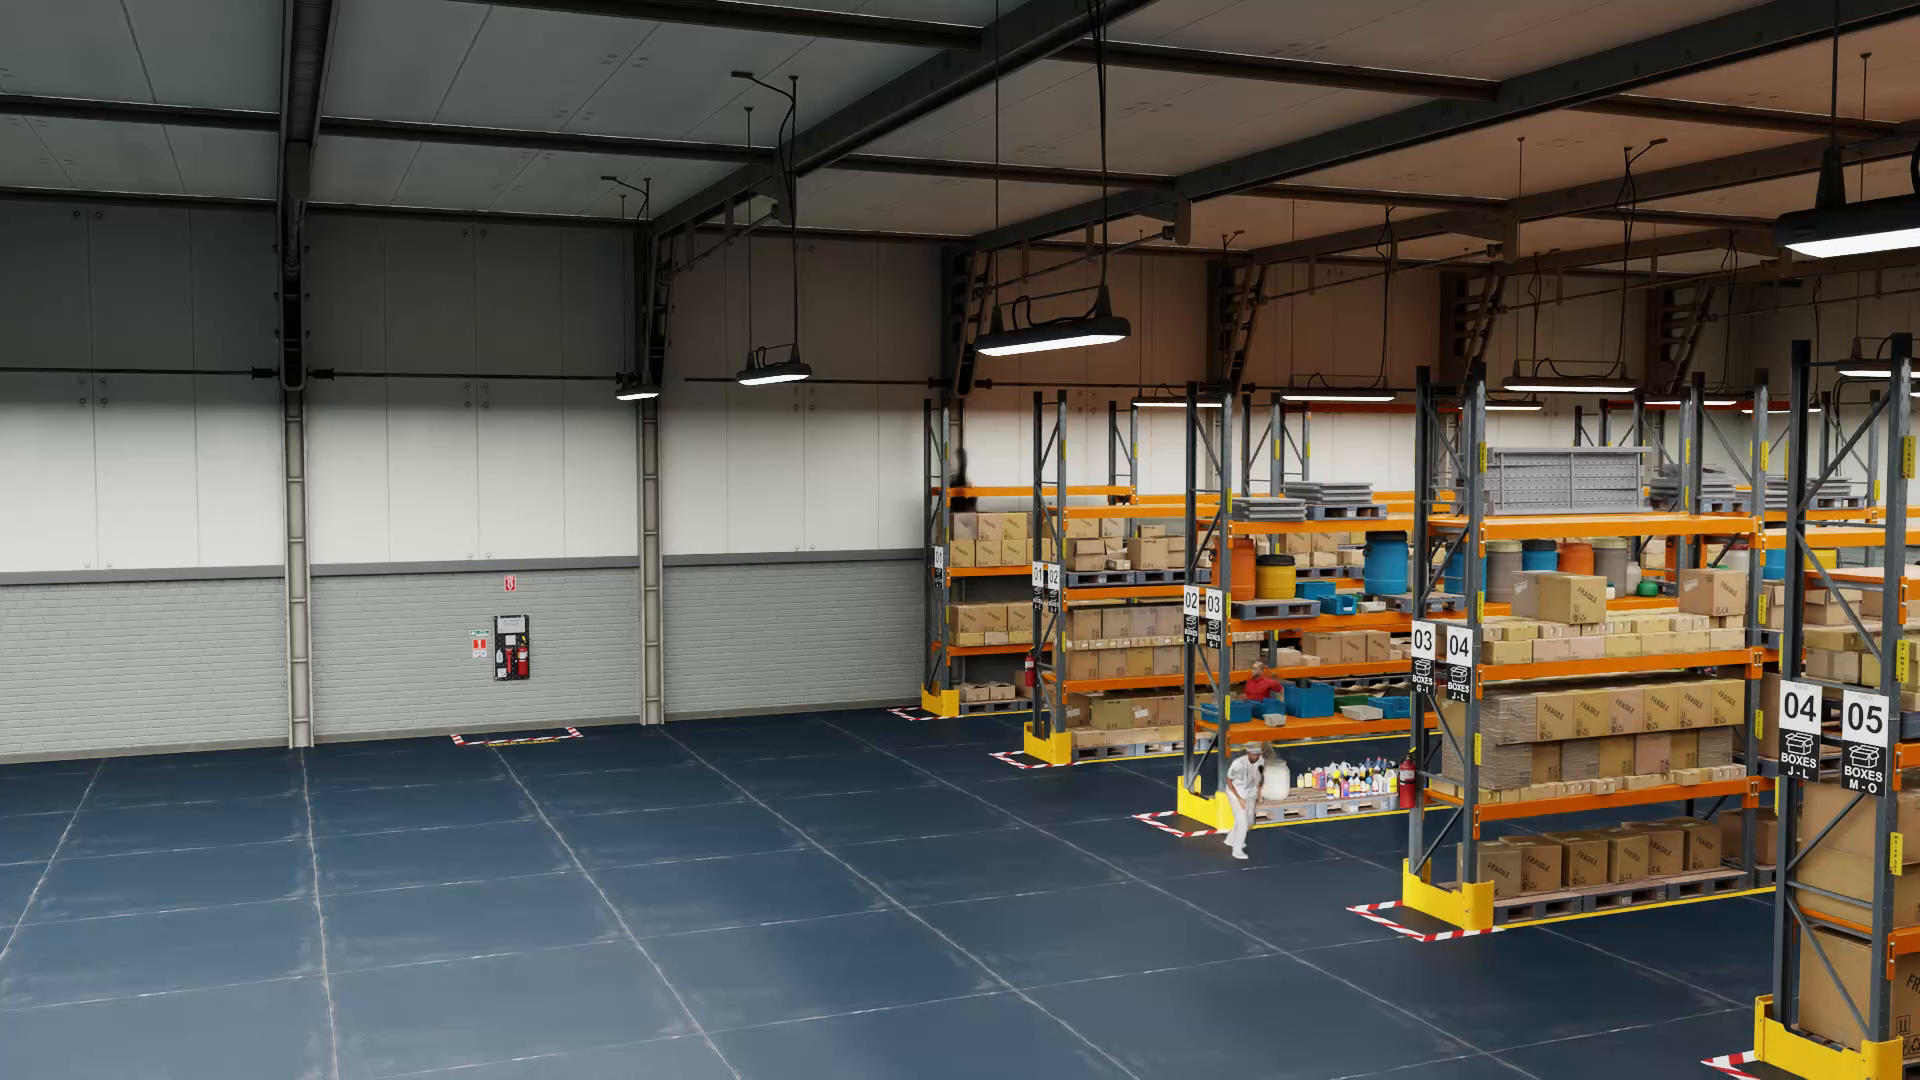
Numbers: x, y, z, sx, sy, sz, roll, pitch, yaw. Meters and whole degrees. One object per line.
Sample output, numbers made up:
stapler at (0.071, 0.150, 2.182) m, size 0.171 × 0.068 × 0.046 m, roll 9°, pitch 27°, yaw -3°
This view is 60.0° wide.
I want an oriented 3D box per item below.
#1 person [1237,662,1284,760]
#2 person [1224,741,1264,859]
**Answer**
person at (4.669, 2.786, 25.889) m, size 0.871 × 1.799 × 0.651 m, roll -2°, pitch 4°, yaw -34°
person at (3.524, 3.194, 20.662) m, size 0.630 × 1.519 × 0.843 m, roll -2°, pitch 4°, yaw -34°
